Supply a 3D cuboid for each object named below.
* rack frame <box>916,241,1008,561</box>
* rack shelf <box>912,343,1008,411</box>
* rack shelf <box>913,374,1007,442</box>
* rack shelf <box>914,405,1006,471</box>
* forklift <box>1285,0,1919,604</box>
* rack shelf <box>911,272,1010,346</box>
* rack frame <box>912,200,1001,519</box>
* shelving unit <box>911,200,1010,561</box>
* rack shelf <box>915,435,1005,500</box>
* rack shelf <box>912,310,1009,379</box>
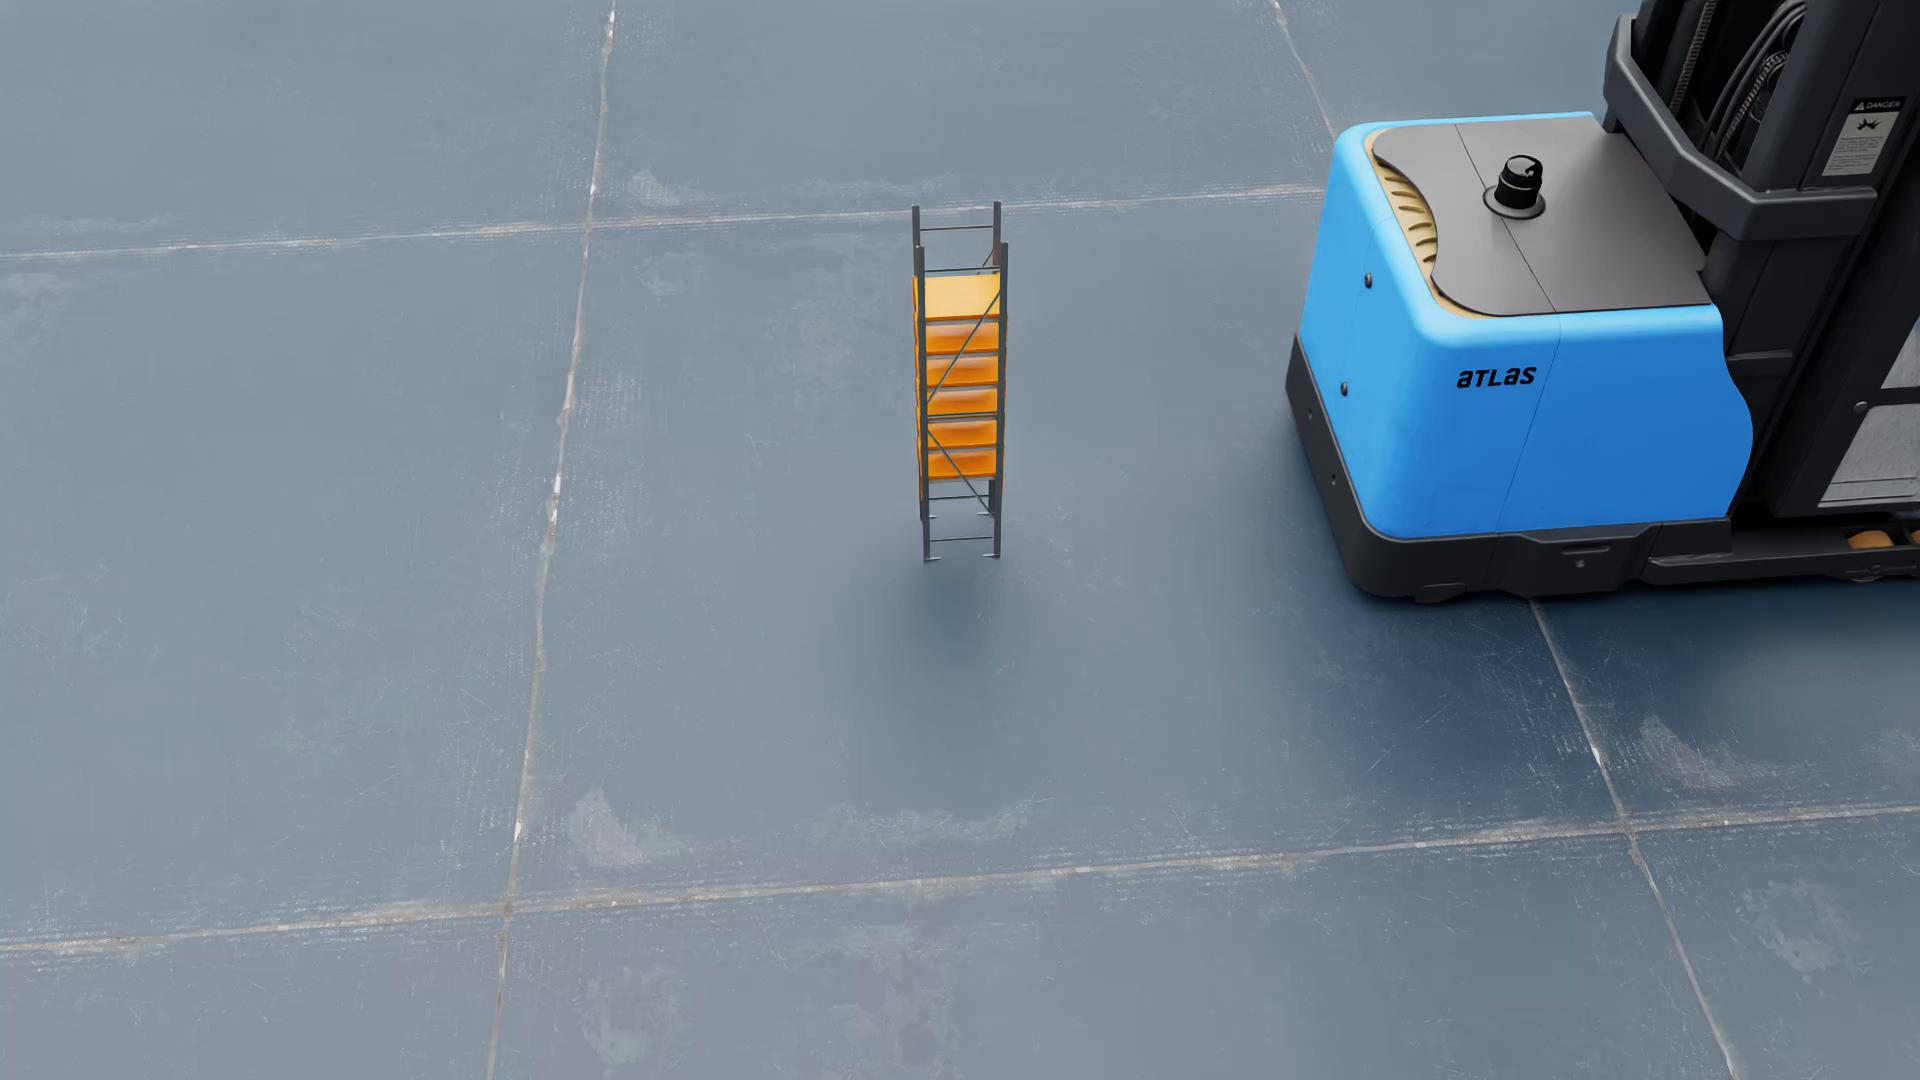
[{"bbox_3d":[0.006,-0.357,4.762,0.240,1.200,0.006,-3,47,-3],"label":"rack frame"},{"bbox_3d":[-0.001,-0.475,4.769,0.258,0.103,0.180,-3,47,-3],"label":"rack shelf"},{"bbox_3d":[-0.001,-0.392,4.857,0.258,0.103,0.180,-3,47,-3],"label":"rack shelf"},{"bbox_3d":[-0.001,-0.310,4.944,0.258,0.103,0.180,-3,47,-3],"label":"rack shelf"},{"bbox_3d":[2.650,-1.261,4.425,3.031,2.935,1.130,-4,47,-4],"label":"forklift"},{"bbox_3d":[-0.001,-0.640,4.595,0.258,0.103,0.180,-3,47,-3],"label":"rack shelf"},{"bbox_3d":[-0.009,-0.489,4.887,0.240,1.200,0.006,-3,47,-3],"label":"rack frame"},{"bbox_3d":[-0.001,-0.423,4.824,0.258,1.200,0.189,-3,47,-3],"label":"shelving unit"},{"bbox_3d":[-0.001,-0.227,5.031,0.258,0.103,0.180,-3,47,-3],"label":"rack shelf"},{"bbox_3d":[-0.001,-0.558,4.682,0.258,0.103,0.180,-3,47,-3],"label":"rack shelf"}]
